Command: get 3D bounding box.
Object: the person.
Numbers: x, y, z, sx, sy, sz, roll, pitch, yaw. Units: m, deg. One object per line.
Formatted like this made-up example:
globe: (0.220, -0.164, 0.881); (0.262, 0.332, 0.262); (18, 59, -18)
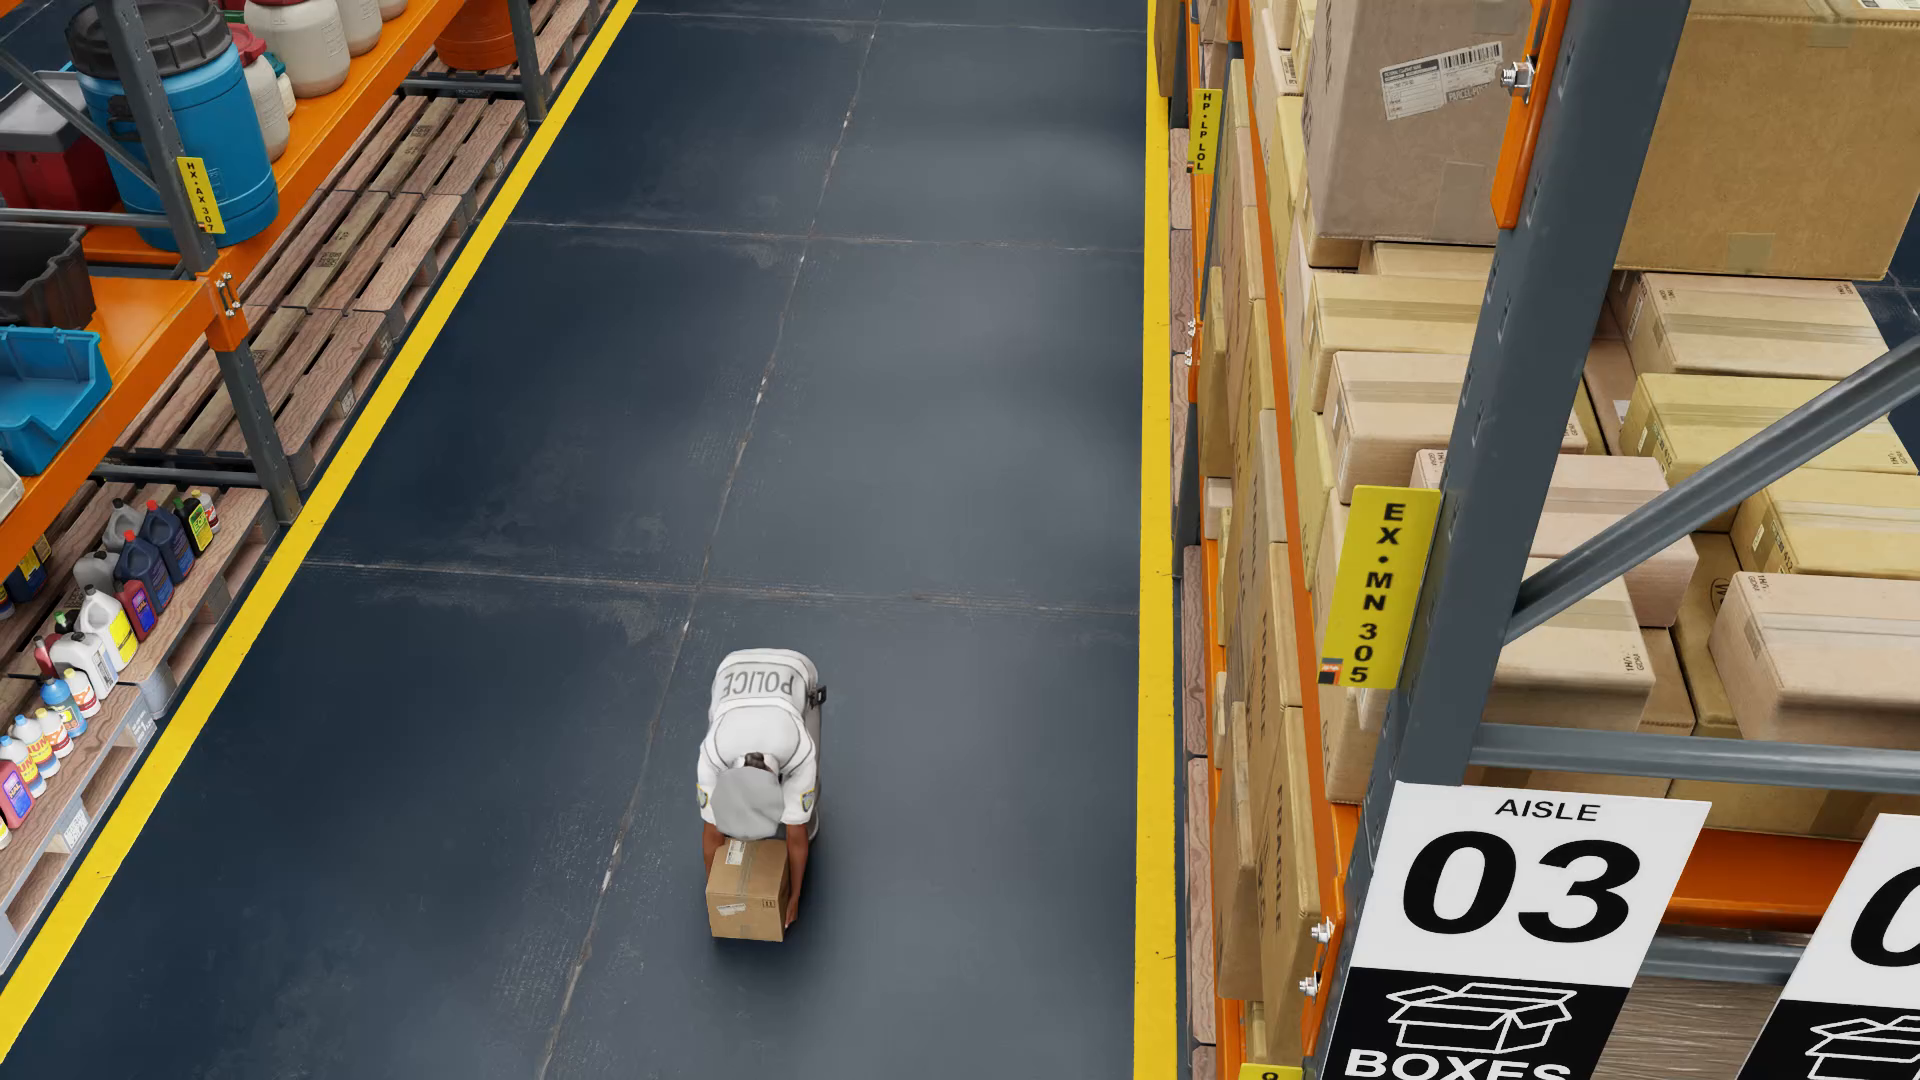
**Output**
person: (-0.708, 0.830, 5.891); (0.450, 0.772, 0.920); (2, 40, 3)
